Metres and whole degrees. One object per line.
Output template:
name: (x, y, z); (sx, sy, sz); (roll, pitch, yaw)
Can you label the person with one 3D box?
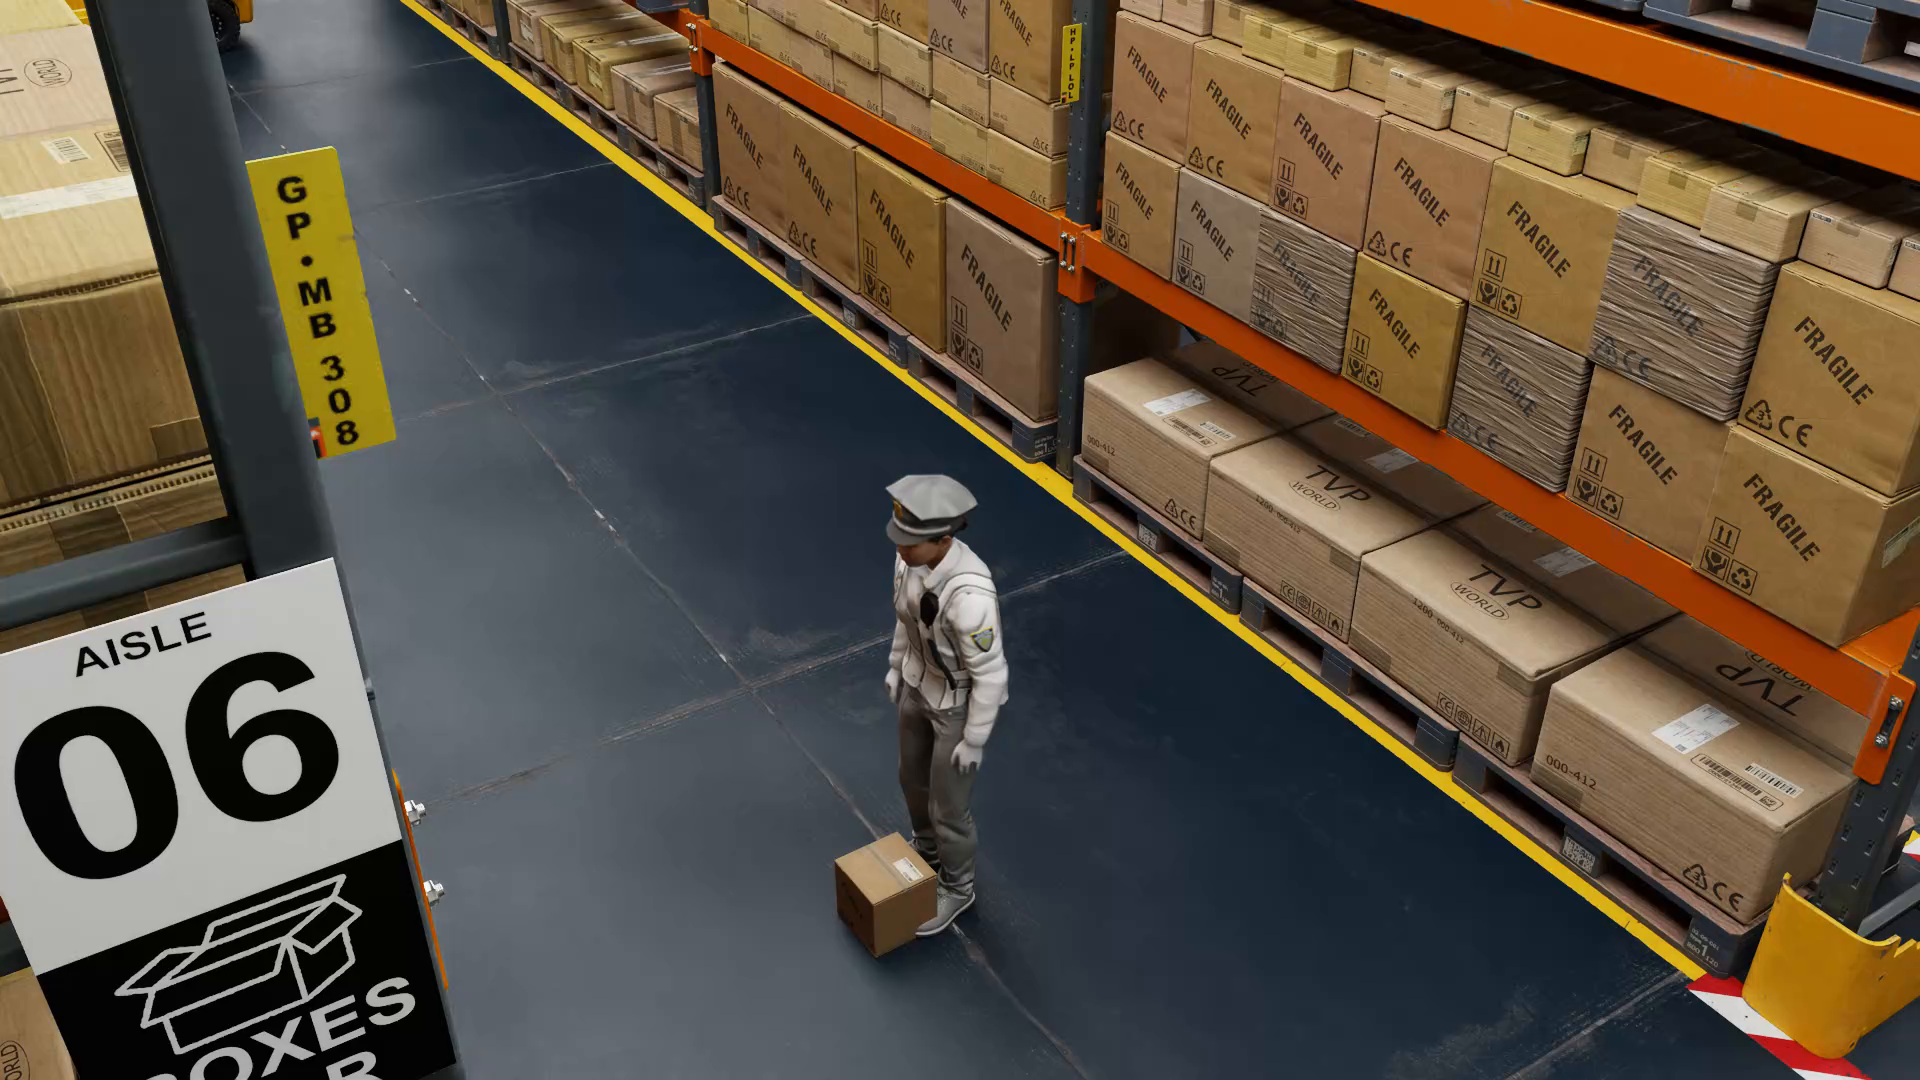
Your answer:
person: (-0.067, 0.527, 5.317); (0.403, 1.664, 0.528); (-19, 37, -27)
